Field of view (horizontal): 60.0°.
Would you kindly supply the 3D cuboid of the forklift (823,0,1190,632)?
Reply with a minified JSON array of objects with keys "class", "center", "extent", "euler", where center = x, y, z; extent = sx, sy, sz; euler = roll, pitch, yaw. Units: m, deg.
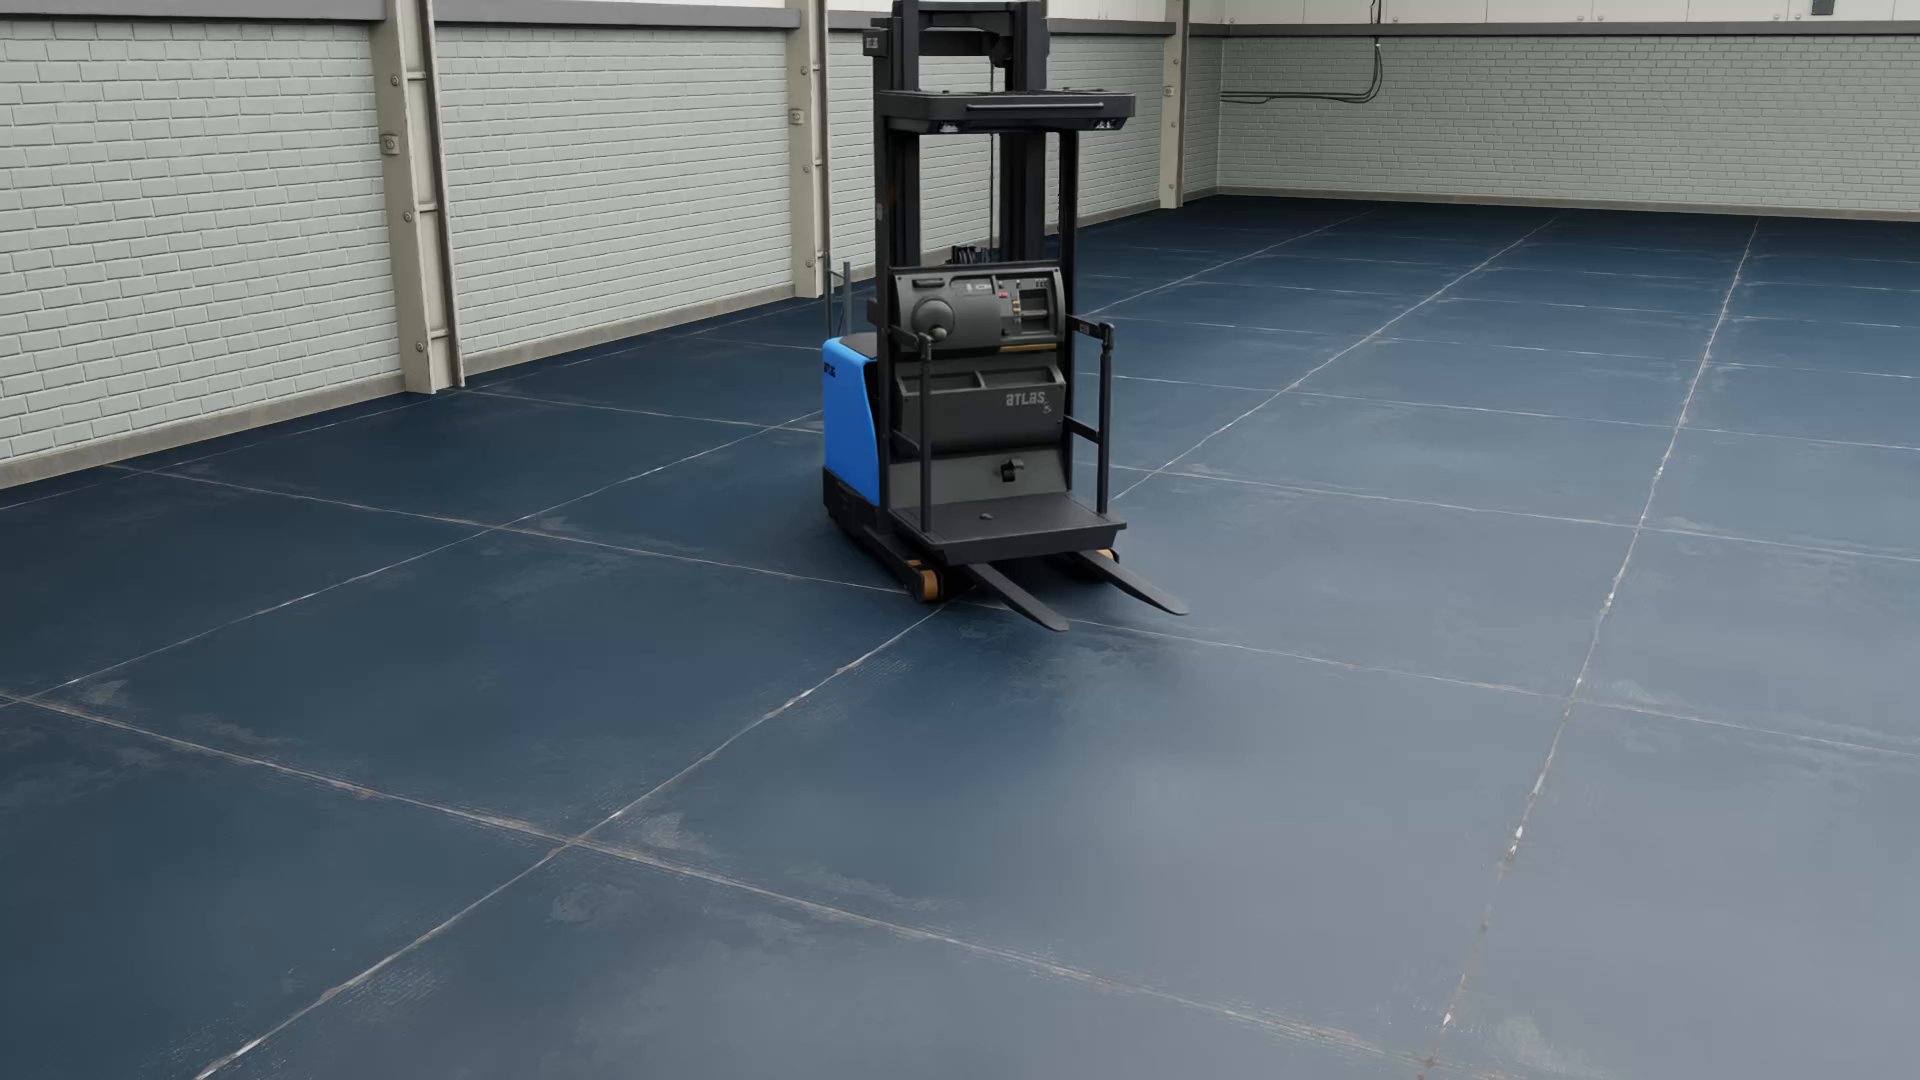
[{"class":"forklift","center":[0.190,-1.223,8.495],"extent":[1.130,2.935,3.031],"euler":[-6,18,-21]}]

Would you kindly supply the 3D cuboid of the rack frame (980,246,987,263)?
[{"class":"rack frame","center":[0.221,-1.074,10.507],"extent":[0.032,1.500,0.500],"euler":[-6,17,-18]}]

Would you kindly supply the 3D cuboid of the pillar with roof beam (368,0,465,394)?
[{"class":"pillar with roof beam","center":[-0.495,-5.023,10.631],"extent":[9.100,9.000,0.400],"euler":[8,18,25]}]

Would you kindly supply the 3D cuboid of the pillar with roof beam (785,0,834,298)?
[{"class":"pillar with roof beam","center":[2.186,-6.551,15.777],"extent":[9.100,9.000,0.400],"euler":[8,18,25]}]

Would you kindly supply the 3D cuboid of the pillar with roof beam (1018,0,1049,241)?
[{"class":"pillar with roof beam","center":[4.867,-8.080,20.922],"extent":[9.100,9.000,0.400],"euler":[8,18,25]}]

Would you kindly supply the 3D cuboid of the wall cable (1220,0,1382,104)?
[{"class":"wall cable","center":[6.196,-9.249,30.314],"extent":[3.097,2.526,0.112],"euler":[8,18,25]}]

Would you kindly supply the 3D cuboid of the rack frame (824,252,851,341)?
[{"class":"rack frame","center":[-0.739,-0.980,10.189],"extent":[0.032,1.500,0.500],"euler":[-6,17,-18]}]

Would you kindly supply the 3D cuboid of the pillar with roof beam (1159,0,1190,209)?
[{"class":"pillar with roof beam","center":[7.548,-9.608,26.068],"extent":[9.100,9.000,0.400],"euler":[8,18,25]}]

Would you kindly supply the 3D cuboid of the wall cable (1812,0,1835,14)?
[{"class":"wall cable","center":[14.682,-11.156,25.308],"extent":[2.305,6.003,0.169],"euler":[8,18,25]}]

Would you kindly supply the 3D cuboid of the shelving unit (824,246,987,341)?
[{"class":"shelving unit","center":[-0.259,-1.027,10.348],"extent":[1.048,1.500,0.538],"euler":[-6,17,-18]}]
